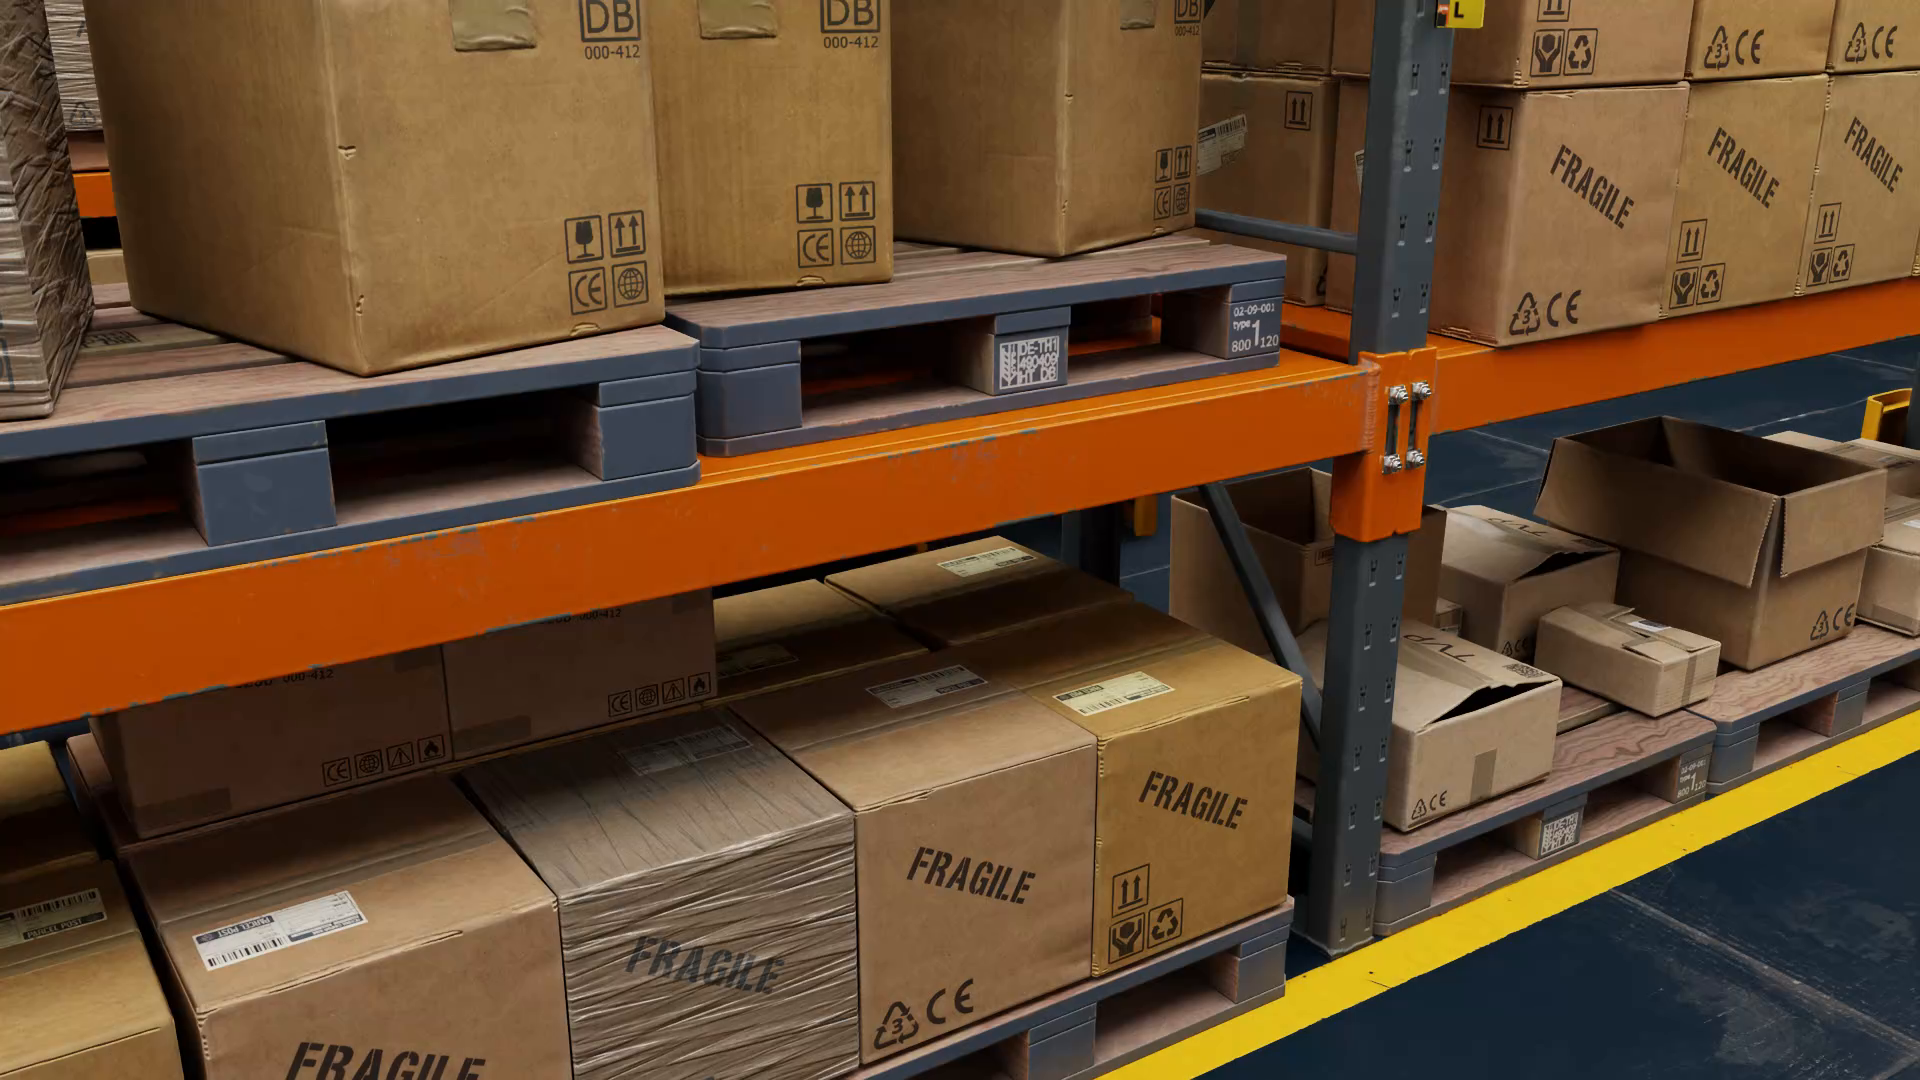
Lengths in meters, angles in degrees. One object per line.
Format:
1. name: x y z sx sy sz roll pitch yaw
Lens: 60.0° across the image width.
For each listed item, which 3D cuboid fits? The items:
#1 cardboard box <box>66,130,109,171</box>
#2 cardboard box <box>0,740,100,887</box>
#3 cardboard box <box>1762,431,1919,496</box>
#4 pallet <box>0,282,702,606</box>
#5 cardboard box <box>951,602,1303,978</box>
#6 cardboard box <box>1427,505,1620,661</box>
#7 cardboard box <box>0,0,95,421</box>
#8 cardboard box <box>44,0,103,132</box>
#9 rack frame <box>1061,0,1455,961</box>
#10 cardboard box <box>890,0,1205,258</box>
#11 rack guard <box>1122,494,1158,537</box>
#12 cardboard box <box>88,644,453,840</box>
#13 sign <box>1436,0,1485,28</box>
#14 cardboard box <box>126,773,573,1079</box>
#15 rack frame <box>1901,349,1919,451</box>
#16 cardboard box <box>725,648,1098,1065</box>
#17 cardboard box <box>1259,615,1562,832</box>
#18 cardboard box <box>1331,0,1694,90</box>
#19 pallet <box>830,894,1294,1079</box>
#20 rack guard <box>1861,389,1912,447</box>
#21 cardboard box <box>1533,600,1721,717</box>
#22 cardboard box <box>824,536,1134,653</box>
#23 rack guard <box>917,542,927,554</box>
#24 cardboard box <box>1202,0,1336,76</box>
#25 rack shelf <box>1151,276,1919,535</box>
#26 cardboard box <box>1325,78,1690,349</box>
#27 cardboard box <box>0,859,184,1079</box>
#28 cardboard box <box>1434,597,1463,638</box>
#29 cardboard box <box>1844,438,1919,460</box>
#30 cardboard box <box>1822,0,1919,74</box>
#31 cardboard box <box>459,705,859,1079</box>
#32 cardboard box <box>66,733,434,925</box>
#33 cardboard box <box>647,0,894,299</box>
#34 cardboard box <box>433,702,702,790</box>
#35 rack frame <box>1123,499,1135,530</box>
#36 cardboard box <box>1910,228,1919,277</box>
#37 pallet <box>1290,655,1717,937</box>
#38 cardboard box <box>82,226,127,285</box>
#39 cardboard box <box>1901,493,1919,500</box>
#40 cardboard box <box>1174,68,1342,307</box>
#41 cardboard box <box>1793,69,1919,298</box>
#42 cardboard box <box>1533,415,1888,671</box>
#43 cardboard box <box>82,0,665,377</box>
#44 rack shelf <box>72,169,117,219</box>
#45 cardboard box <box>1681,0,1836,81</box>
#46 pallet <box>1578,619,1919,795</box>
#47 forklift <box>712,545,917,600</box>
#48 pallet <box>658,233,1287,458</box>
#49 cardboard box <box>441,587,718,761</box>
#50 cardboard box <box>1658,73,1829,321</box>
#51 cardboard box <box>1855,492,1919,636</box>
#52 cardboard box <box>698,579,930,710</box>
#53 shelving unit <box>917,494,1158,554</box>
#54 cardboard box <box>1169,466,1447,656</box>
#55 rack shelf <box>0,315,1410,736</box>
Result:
1. cardboard box: -3.363 -1.529 6.444 0.250 0.149 0.380 -13 22 -33
2. cardboard box: -1.680 0.700 2.706 0.500 0.500 0.500 -13 23 -33
3. cardboard box: 2.889 -0.164 5.652 0.500 0.250 0.500 -12 22 -31
4. pallet: -1.143 -0.210 2.481 1.213 0.211 1.003 -12 22 -31
5. cardboard box: 0.322 0.478 3.363 0.500 0.500 0.500 -12 22 -32
6. cardboard box: 1.522 0.096 4.790 0.500 0.311 0.500 -12 22 -31
7. cardboard box: -1.432 -0.454 2.093 0.500 0.500 0.700 -8 20 -21
8. cardboard box: -3.243 -1.856 6.399 0.500 0.500 0.500 -12 22 -31
9. rack frame: 0.576 -0.661 3.517 0.127 3.000 1.000 -12 22 -31
10. cardboard box: 0.058 -0.884 3.364 0.700 0.500 0.500 14 23 35
11. rack guard: 0.569 -0.217 6.495 0.087 0.250 0.587 -11 21 -29
12. cardboard box: -1.216 0.244 2.885 0.500 0.250 0.500 -12 22 -32
13. sign: 0.884 -1.062 2.895 0.005 0.325 0.100 -12 22 -31
14. cardboard box: -0.938 0.741 2.585 0.500 0.500 0.500 -13 23 -33
15. rack frame: 3.917 -1.366 5.601 0.127 3.000 1.000 -12 22 -31
16. cardboard box: -0.096 0.563 3.112 0.500 0.500 0.500 -12 22 -31
17. cardboard box: 1.046 0.388 3.925 0.500 0.311 0.500 -12 22 -31
18. cardboard box: 1.124 -1.190 3.364 0.500 0.500 0.500 -11 22 -30
19. pallet: -0.082 0.813 3.510 1.213 0.211 1.003 -12 22 -31
20. rack guard: 3.853 -0.168 5.962 0.348 0.500 1.175 -12 22 -31
21. cardboard box: 1.763 0.301 4.407 0.250 0.166 0.380 -12 22 -31
22. cardboard box: 0.038 0.334 3.788 0.500 0.500 0.500 -13 23 -34
23. rack guard: -0.290 -0.055 6.018 0.087 0.250 0.587 -11 21 -29
24. cardboard box: 0.856 -1.341 3.810 0.500 0.500 0.500 -12 22 -31
25. rack shelf: 2.247 -0.673 4.675 4.000 0.370 1.077 -12 22 -31
26. cardboard box: 1.152 -0.726 3.551 0.500 0.500 0.500 -11 22 -30
27. cardboard box: -1.371 0.835 2.309 0.500 0.500 0.500 -12 22 -32
28. cardboard box: 1.176 0.222 4.668 0.250 0.149 0.380 -12 22 -31
29. cardboard box: 3.378 -0.242 6.041 0.250 0.149 0.380 -12 22 -31
30. cardboard box: 1.985 -1.372 3.901 0.500 0.500 0.500 -13 22 -33
31. cardboard box: -0.515 0.651 2.852 0.500 0.500 0.500 -12 22 -31
32. cardboard box: -1.245 0.606 2.984 0.500 0.500 0.500 -13 23 -33
33. cardboard box: -0.482 -0.746 2.956 0.500 0.500 0.700 -8 20 -23
34. cardboard box: -0.823 0.517 3.247 0.500 0.500 0.500 -12 22 -31
35. rack frame: 0.570 -0.809 6.296 0.032 1.500 0.500 -11 21 -29
36. cardboard box: 2.421 -0.994 4.346 0.500 0.500 0.500 -12 22 -32
37. pallet: 1.150 0.539 4.321 1.213 0.211 1.003 -12 22 -31
38. cardboard box: -3.363 -0.860 6.805 0.750 0.750 0.750 -11 22 -30
39. cardboard box: 3.211 -0.023 5.367 0.250 0.166 0.380 -12 22 -31
40. cardboard box: 0.853 -0.865 3.965 0.500 0.500 0.500 -11 22 -31
41. cardboard box: 1.997 -0.904 4.079 0.500 0.500 0.500 -12 22 -32
42. cardboard box: 2.142 -0.019 4.830 0.637 0.503 0.797 -12 22 -31
43. cardboard box: -0.865 -0.580 2.465 0.700 0.500 0.500 16 24 39
44. rack shelf: -3.822 -1.293 6.508 4.000 0.370 1.077 -12 22 -31
45. cardboard box: 1.555 -1.281 3.633 0.500 0.500 0.500 -13 22 -33
46. pallet: 2.170 0.323 4.961 1.213 0.211 1.003 -12 22 -31
47. forklift: -1.677 -1.093 4.900 3.031 2.935 1.130 -11 21 -29
48. pallet: -0.151 -0.459 3.218 1.213 0.211 1.003 -12 22 -31
49. cardboard box: -0.797 0.155 3.147 0.500 0.250 0.500 -12 22 -31
50. cardboard box: 1.578 -0.817 3.821 0.500 0.500 0.500 -11 22 -30
51. cardboard box: 2.788 0.049 5.022 0.500 0.250 0.500 -12 22 -31
52. cardboard box: -0.401 0.431 3.501 0.500 0.500 0.500 -12 22 -31
53. shelving unit: 0.140 -0.728 6.056 1.083 1.500 0.587 -11 21 -29
54. cardboard box: 0.896 0.138 4.369 0.500 0.500 0.500 -12 22 -31
55. rack shelf: -1.094 0.032 2.591 4.000 0.370 1.077 -12 22 -31
